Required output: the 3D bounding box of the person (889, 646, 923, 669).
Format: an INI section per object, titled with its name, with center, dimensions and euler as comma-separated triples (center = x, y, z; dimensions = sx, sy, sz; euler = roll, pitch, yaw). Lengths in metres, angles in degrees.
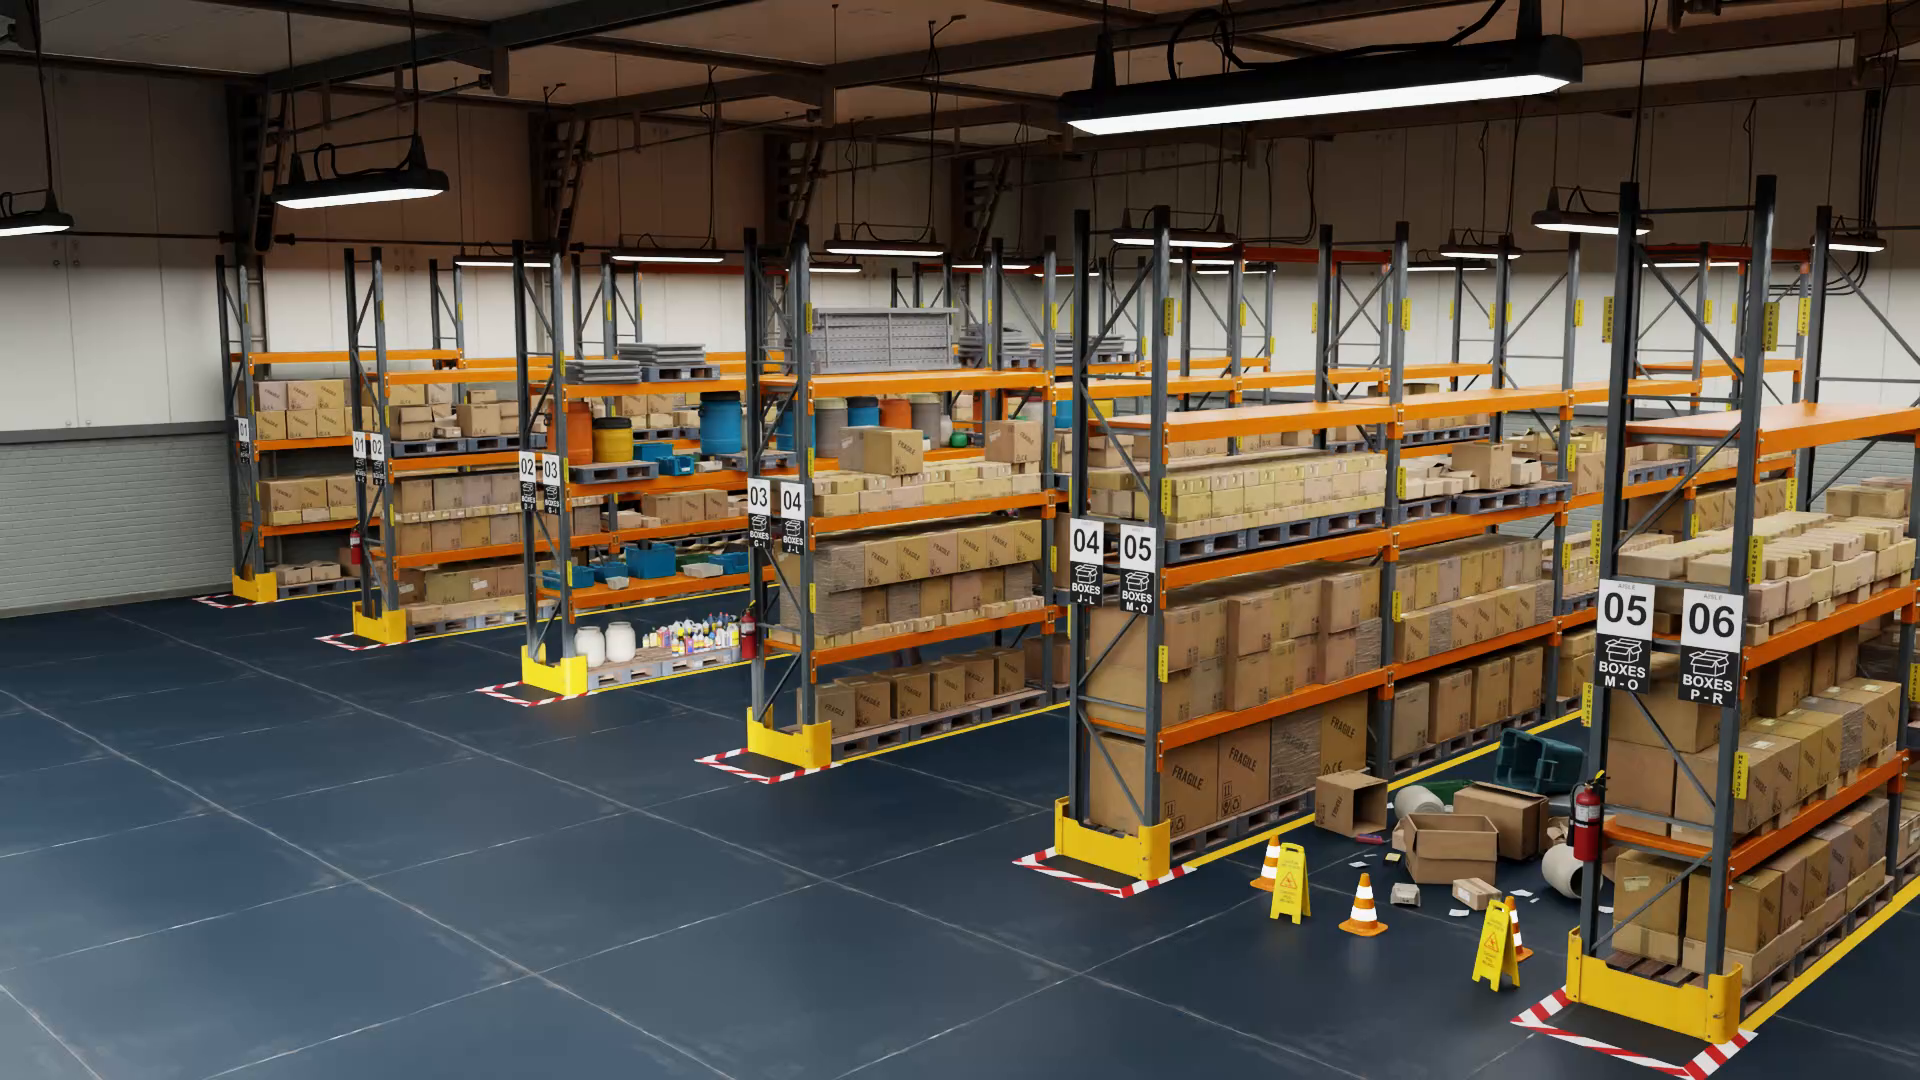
[person]
center = -0.742, 1.148, 22.342
dimensions = 0.595, 1.709, 0.592
euler = -5, 9, -30
